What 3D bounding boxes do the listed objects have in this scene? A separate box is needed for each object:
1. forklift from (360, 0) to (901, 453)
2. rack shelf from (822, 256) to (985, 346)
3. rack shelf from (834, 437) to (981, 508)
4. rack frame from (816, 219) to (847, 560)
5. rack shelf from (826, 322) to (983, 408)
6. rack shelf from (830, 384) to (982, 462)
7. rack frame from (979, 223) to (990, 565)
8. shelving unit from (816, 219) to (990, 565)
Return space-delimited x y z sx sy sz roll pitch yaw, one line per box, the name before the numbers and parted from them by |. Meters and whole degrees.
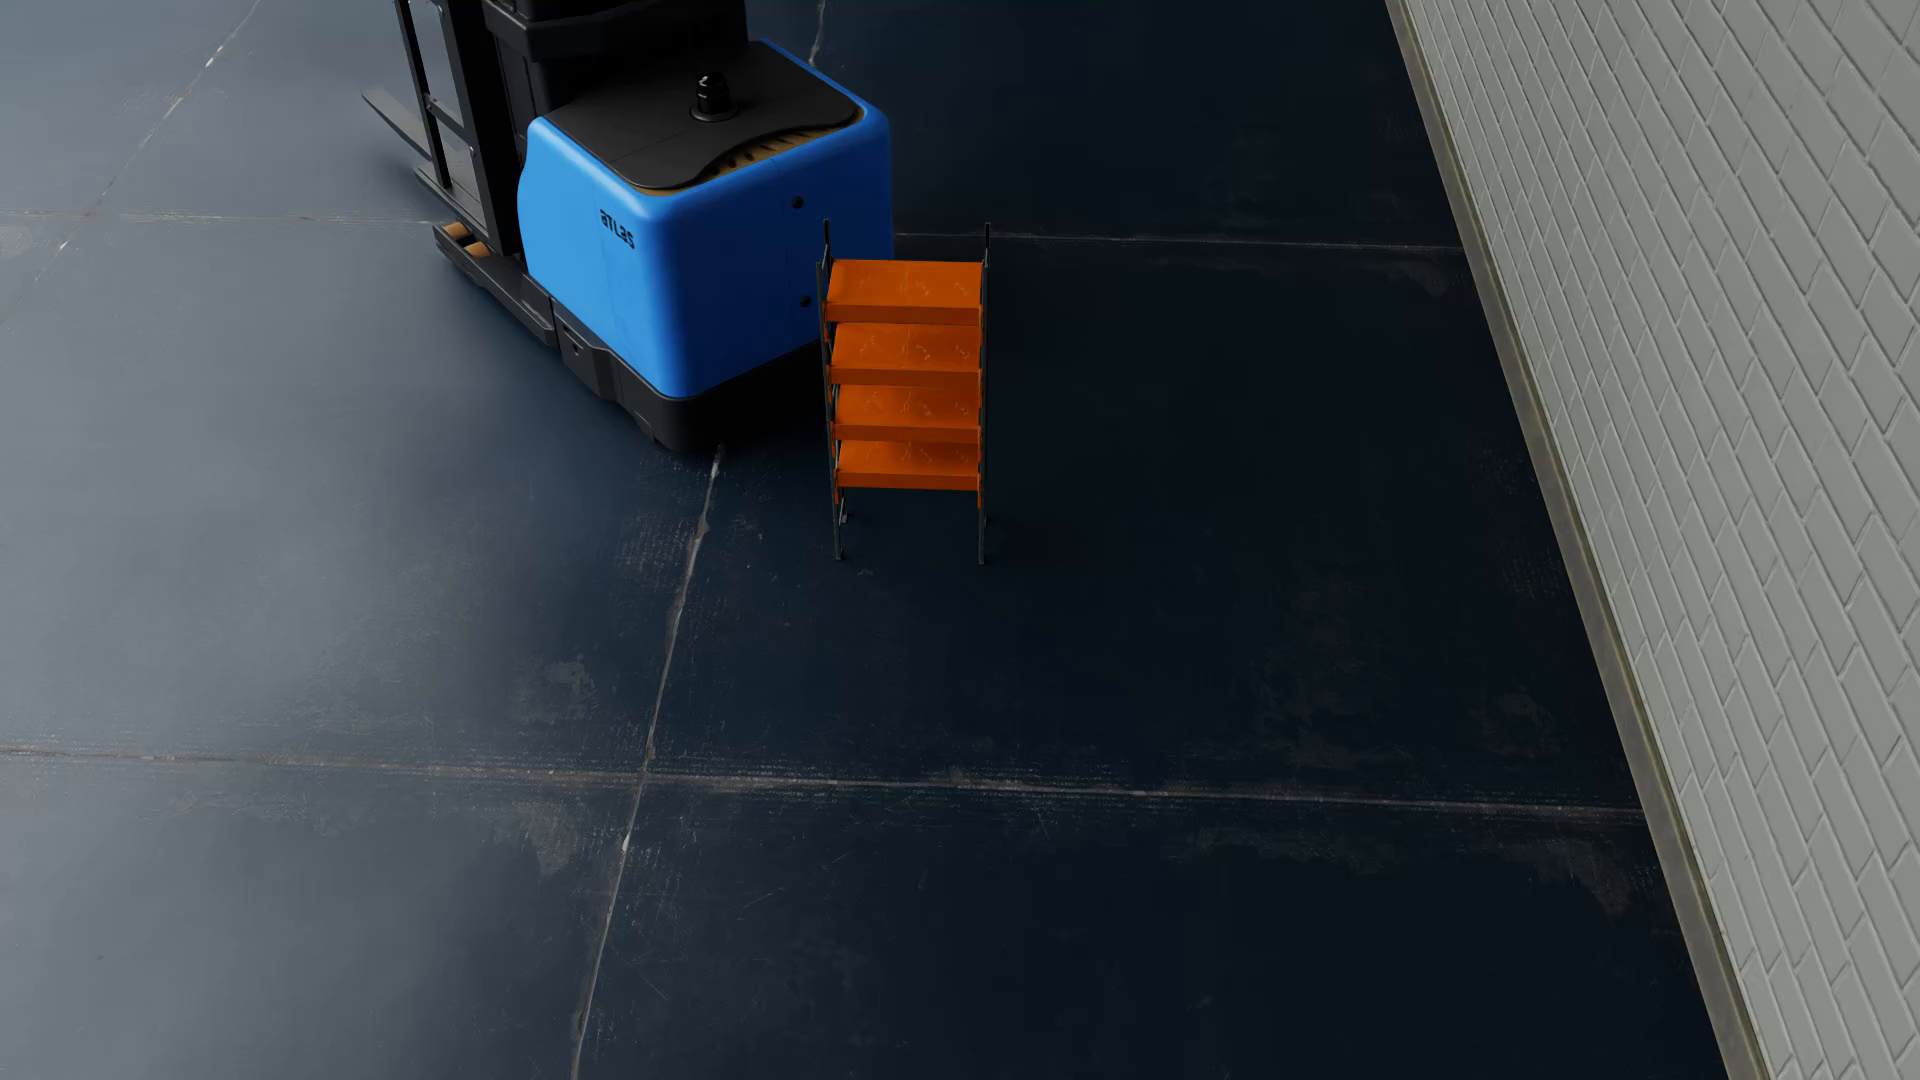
forklift | -1.547 -2.328 6.099 1.130 2.935 3.031 -29 50 -27
rack shelf | -0.165 -0.732 5.079 0.480 0.148 0.258 2 43 2
rack shelf | -0.165 -0.250 5.528 0.480 0.148 0.258 2 43 2
rack frame | -0.409 -0.452 5.355 0.015 1.200 0.240 2 43 2
rack shelf | -0.165 -0.559 5.240 0.480 0.148 0.258 2 43 2
rack shelf | -0.165 -0.395 5.392 0.480 0.148 0.258 2 43 2
rack frame | 0.078 -0.437 5.338 0.015 1.200 0.240 2 43 2
shelving unit | -0.165 -0.444 5.346 0.503 1.200 0.258 2 43 2
